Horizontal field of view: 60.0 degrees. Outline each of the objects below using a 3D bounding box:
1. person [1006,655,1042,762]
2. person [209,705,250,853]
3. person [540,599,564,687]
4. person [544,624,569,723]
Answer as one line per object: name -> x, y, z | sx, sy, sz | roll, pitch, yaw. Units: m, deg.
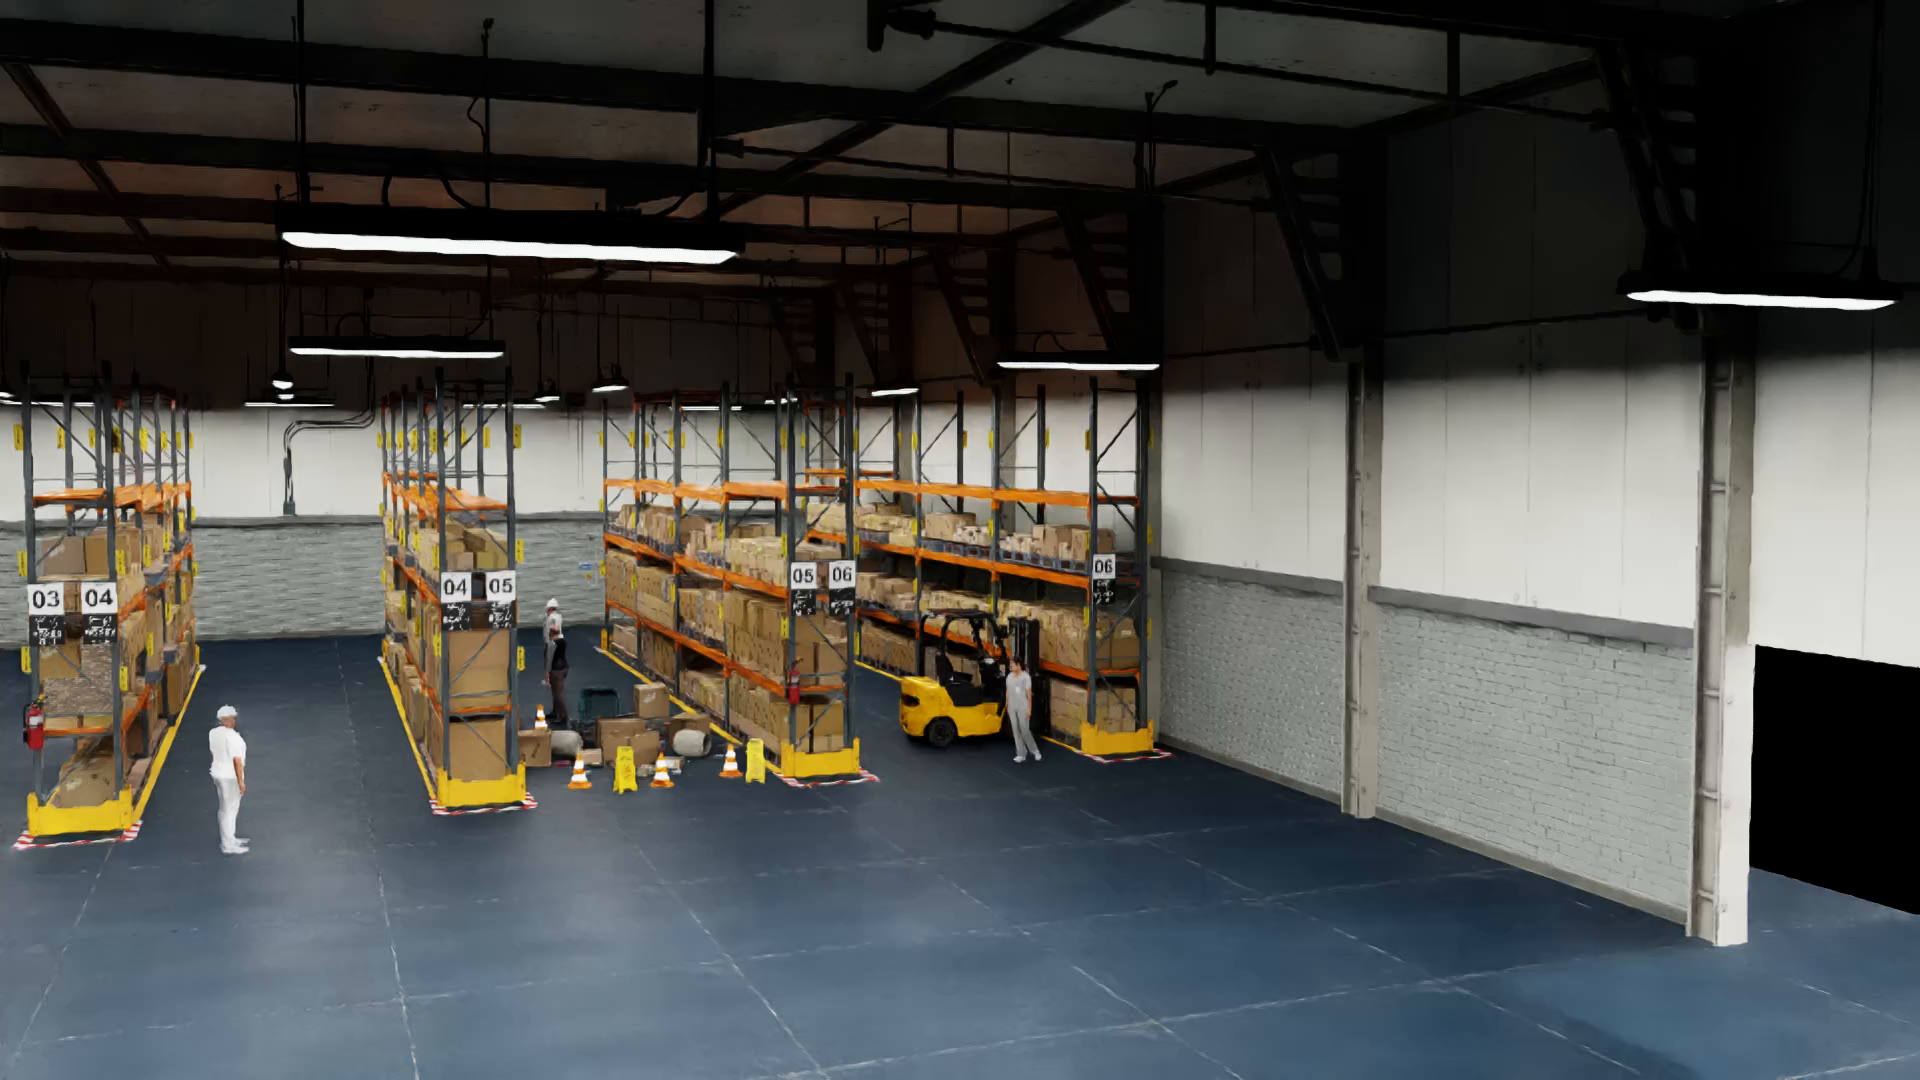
person -> 0.973, 2.606, 25.770 | 0.596, 1.668, 0.448 | 2, 4, 33
person -> -8.861, 2.882, 20.252 | 0.632, 1.768, 0.453 | 3, 4, 40
person -> -8.270, 2.075, 33.686 | 0.570, 1.763, 0.622 | 0, 3, 5
person -> -7.209, 2.349, 29.554 | 0.576, 1.718, 0.626 | 1, 3, 10
